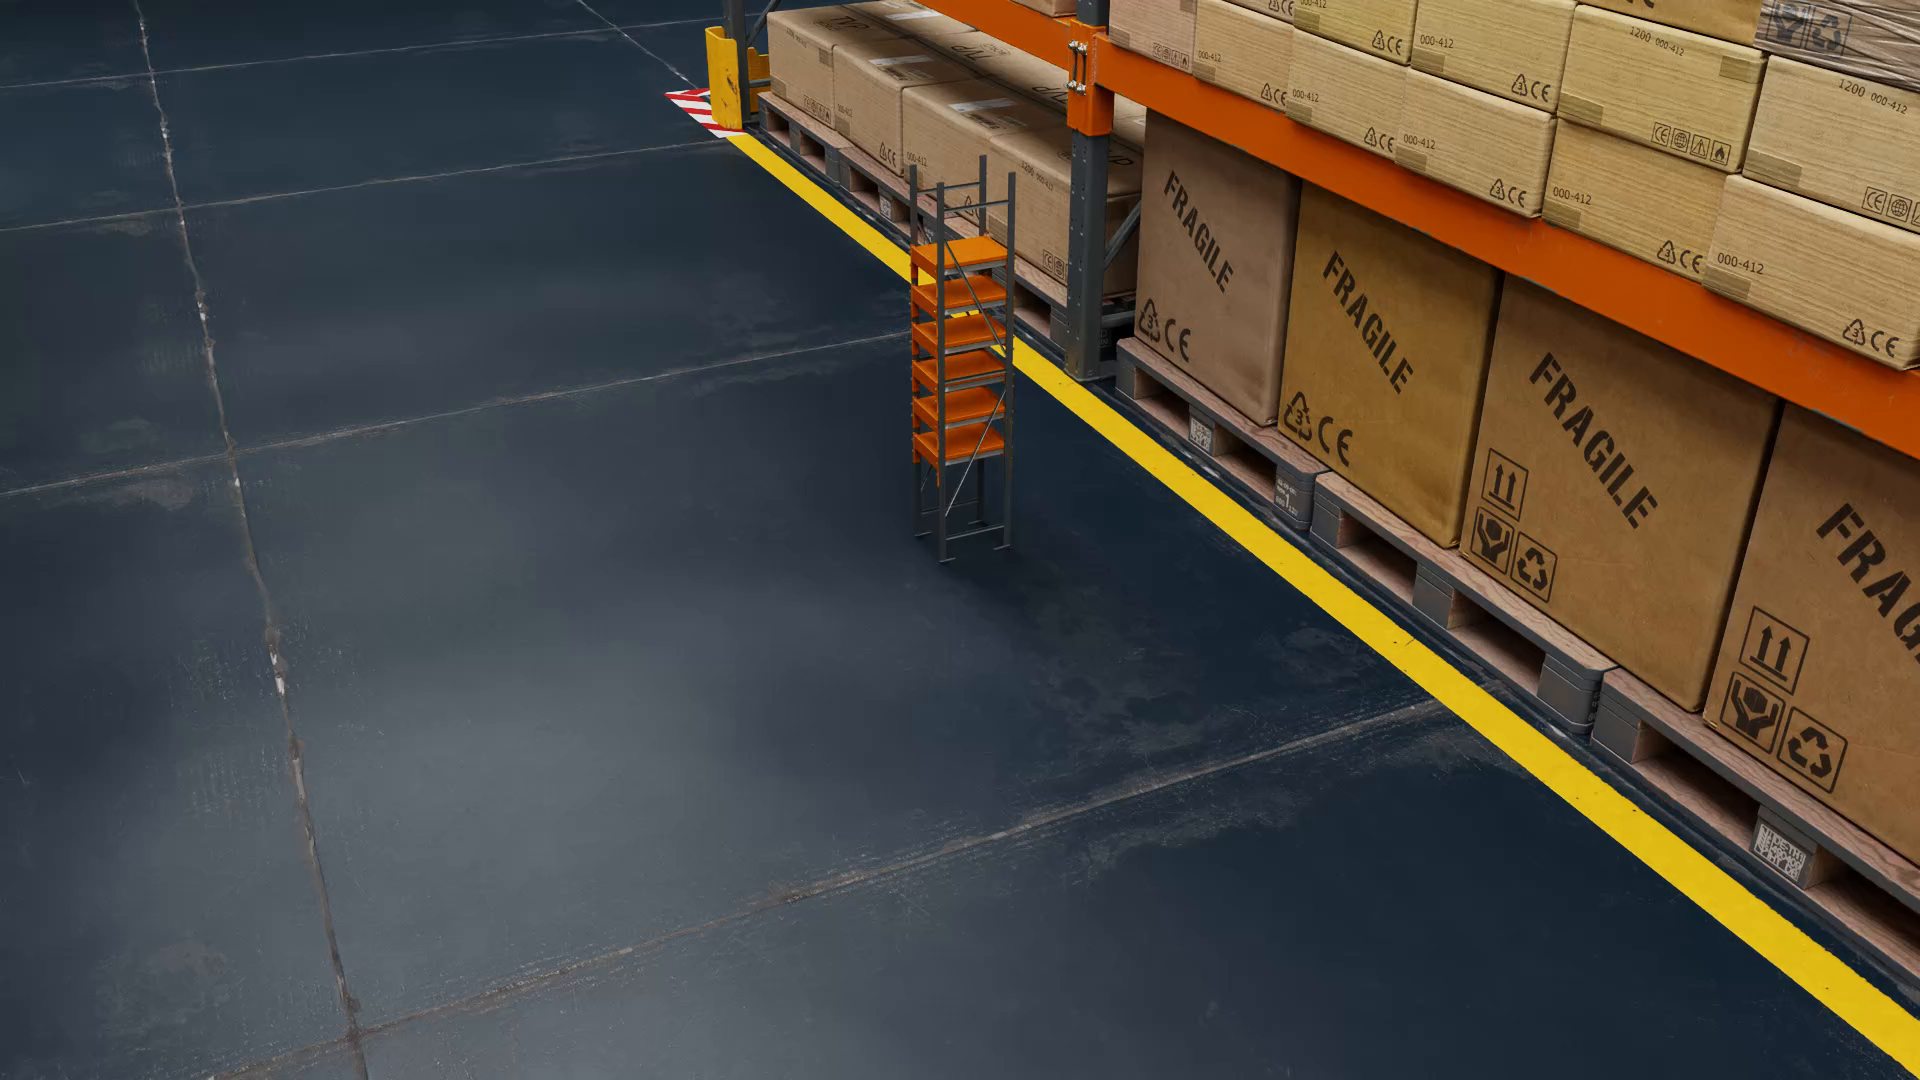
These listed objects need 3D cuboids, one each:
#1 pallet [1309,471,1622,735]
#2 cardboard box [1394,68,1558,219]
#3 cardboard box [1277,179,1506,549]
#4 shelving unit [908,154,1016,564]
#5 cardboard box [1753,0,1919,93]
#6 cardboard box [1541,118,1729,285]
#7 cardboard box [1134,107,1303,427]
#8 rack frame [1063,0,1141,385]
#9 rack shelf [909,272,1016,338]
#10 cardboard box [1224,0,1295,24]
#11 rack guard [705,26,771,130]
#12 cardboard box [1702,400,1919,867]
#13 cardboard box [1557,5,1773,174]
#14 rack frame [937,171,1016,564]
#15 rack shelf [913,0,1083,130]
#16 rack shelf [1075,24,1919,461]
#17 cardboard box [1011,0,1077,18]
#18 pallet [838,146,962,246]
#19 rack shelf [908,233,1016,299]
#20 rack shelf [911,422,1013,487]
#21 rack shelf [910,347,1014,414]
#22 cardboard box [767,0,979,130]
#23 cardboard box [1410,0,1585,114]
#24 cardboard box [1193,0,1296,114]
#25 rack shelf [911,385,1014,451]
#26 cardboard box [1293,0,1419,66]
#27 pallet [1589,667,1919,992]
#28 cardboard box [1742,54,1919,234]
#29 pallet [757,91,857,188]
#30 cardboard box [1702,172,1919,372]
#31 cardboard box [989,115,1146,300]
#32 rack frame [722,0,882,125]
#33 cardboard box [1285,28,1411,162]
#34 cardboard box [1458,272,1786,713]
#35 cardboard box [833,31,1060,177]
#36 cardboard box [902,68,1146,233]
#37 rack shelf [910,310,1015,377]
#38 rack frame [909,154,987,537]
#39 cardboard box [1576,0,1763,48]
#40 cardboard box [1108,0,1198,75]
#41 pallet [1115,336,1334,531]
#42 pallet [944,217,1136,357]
[{"bbox_3d":[1.804,0.053,4.939,1.003,0.211,1.213,-13,32,-22],"label":"pallet"},{"bbox_3d":[1.462,-1.032,4.177,0.500,0.250,0.500,-14,32,-23],"label":"cardboard box"},{"bbox_3d":[1.610,-0.630,5.049,0.875,0.875,0.875,-12,31,-21],"label":"cardboard box"},{"bbox_3d":[0.006,-0.517,4.945,0.258,1.200,0.189,-13,32,-22],"label":"shelving unit"},{"bbox_3d":[1.908,-1.139,3.090,0.500,0.500,0.500,-13,32,-21],"label":"cardboard box"},{"bbox_3d":[1.707,-0.813,3.786,0.500,0.250,0.500,-13,32,-22],"label":"cardboard box"},{"bbox_3d":[1.215,-1.027,5.758,0.875,0.875,0.875,-12,31,-20],"label":"cardboard box"},{"bbox_3d":[0.877,-2.028,5.799,1.000,3.000,0.127,-13,32,-22],"label":"rack frame"},{"bbox_3d":[0.006,-0.688,4.849,0.258,0.103,0.180,-13,32,-22],"label":"rack shelf"},{"bbox_3d":[1.060,-1.702,4.861,0.500,0.250,0.500,-13,32,-21],"label":"cardboard box"},{"bbox_3d":[-0.851,-2.715,9.581,1.175,0.500,0.348,-13,32,-22],"label":"rack guard"},{"bbox_3d":[2.372,0.160,3.641,0.875,0.875,0.875,-13,32,-22],"label":"cardboard box"},{"bbox_3d":[1.695,-1.022,3.647,0.500,0.250,0.500,-14,32,-23],"label":"cardboard box"},{"bbox_3d":[0.046,-0.477,4.873,0.240,1.200,0.006,-13,32,-22],"label":"rack frame"},{"bbox_3d":[0.018,-2.598,7.551,1.077,0.370,4.000,-13,32,-22],"label":"rack shelf"},{"bbox_3d":[1.735,-0.831,4.400,1.077,0.370,4.000,-13,32,-22],"label":"rack shelf"},{"bbox_3d":[0.447,-2.223,6.045,0.500,0.500,0.500,-13,32,-22],"label":"cardboard box"},{"bbox_3d":[0.093,-1.704,8.072,1.003,0.211,1.213,-13,32,-22],"label":"pallet"},{"bbox_3d":[0.006,-0.792,4.791,0.258,0.103,0.180,-13,32,-22],"label":"rack shelf"},{"bbox_3d":[0.006,-0.269,5.084,0.258,0.103,0.180,-13,32,-22],"label":"rack shelf"},{"bbox_3d":[0.006,-0.478,4.967,0.258,0.103,0.180,-13,32,-22],"label":"rack shelf"},{"bbox_3d":[-0.467,-2.590,8.992,0.875,0.438,0.875,-14,32,-24],"label":"cardboard box"},{"bbox_3d":[1.471,-1.251,4.056,0.500,0.250,0.500,-14,32,-23],"label":"cardboard box"},{"bbox_3d":[1.051,-1.484,4.984,0.500,0.250,0.500,-14,32,-23],"label":"cardboard box"},{"bbox_3d":[0.006,-0.374,5.026,0.258,0.103,0.180,-13,32,-22],"label":"rack shelf"},{"bbox_3d":[1.253,-1.474,4.454,0.500,0.250,0.500,-13,32,-21],"label":"cardboard box"},{"bbox_3d":[2.323,0.591,3.980,1.003,0.211,1.213,-13,32,-22],"label":"pallet"},{"bbox_3d":[1.933,-0.800,3.252,0.500,0.250,0.500,-14,32,-23],"label":"cardboard box"},{"bbox_3d":[-0.427,-2.242,9.032,1.003,0.211,1.213,-13,32,-22],"label":"pallet"},{"bbox_3d":[1.909,-0.587,3.383,0.500,0.250,0.500,-13,32,-21],"label":"cardboard box"},{"bbox_3d":[0.704,-1.393,6.858,0.875,0.438,0.875,-14,32,-23],"label":"cardboard box"},{"bbox_3d":[-0.841,-3.795,8.951,1.000,3.000,0.127,-13,32,-22],"label":"rack frame"},{"bbox_3d":[1.256,-1.255,4.574,0.500,0.250,0.500,-13,32,-22],"label":"cardboard box"},{"bbox_3d":[1.993,-0.235,4.345,0.875,0.875,0.875,-13,32,-21],"label":"cardboard box"},{"bbox_3d":[-0.067,-2.187,8.274,0.875,0.438,0.875,-12,32,-21],"label":"cardboard box"},{"bbox_3d":[0.319,-1.789,7.563,0.875,0.438,0.875,-14,32,-23],"label":"cardboard box"},{"bbox_3d":[0.006,-0.583,4.908,0.258,0.103,0.180,-13,32,-22],"label":"rack shelf"},{"bbox_3d":[-0.033,-0.557,5.017,0.240,1.200,0.006,-13,32,-22],"label":"rack frame"},{"bbox_3d":[1.701,-1.360,3.484,0.500,0.500,0.500,-13,32,-22],"label":"cardboard box"},{"bbox_3d":[0.827,-1.713,5.391,0.500,0.250,0.500,-14,32,-23],"label":"cardboard box"},{"bbox_3d":[1.276,-0.487,5.902,1.003,0.211,1.213,-13,32,-22],"label":"pallet"},{"bbox_3d":[0.621,-1.164,7.110,1.003,0.211,1.213,-13,32,-22],"label":"pallet"}]
